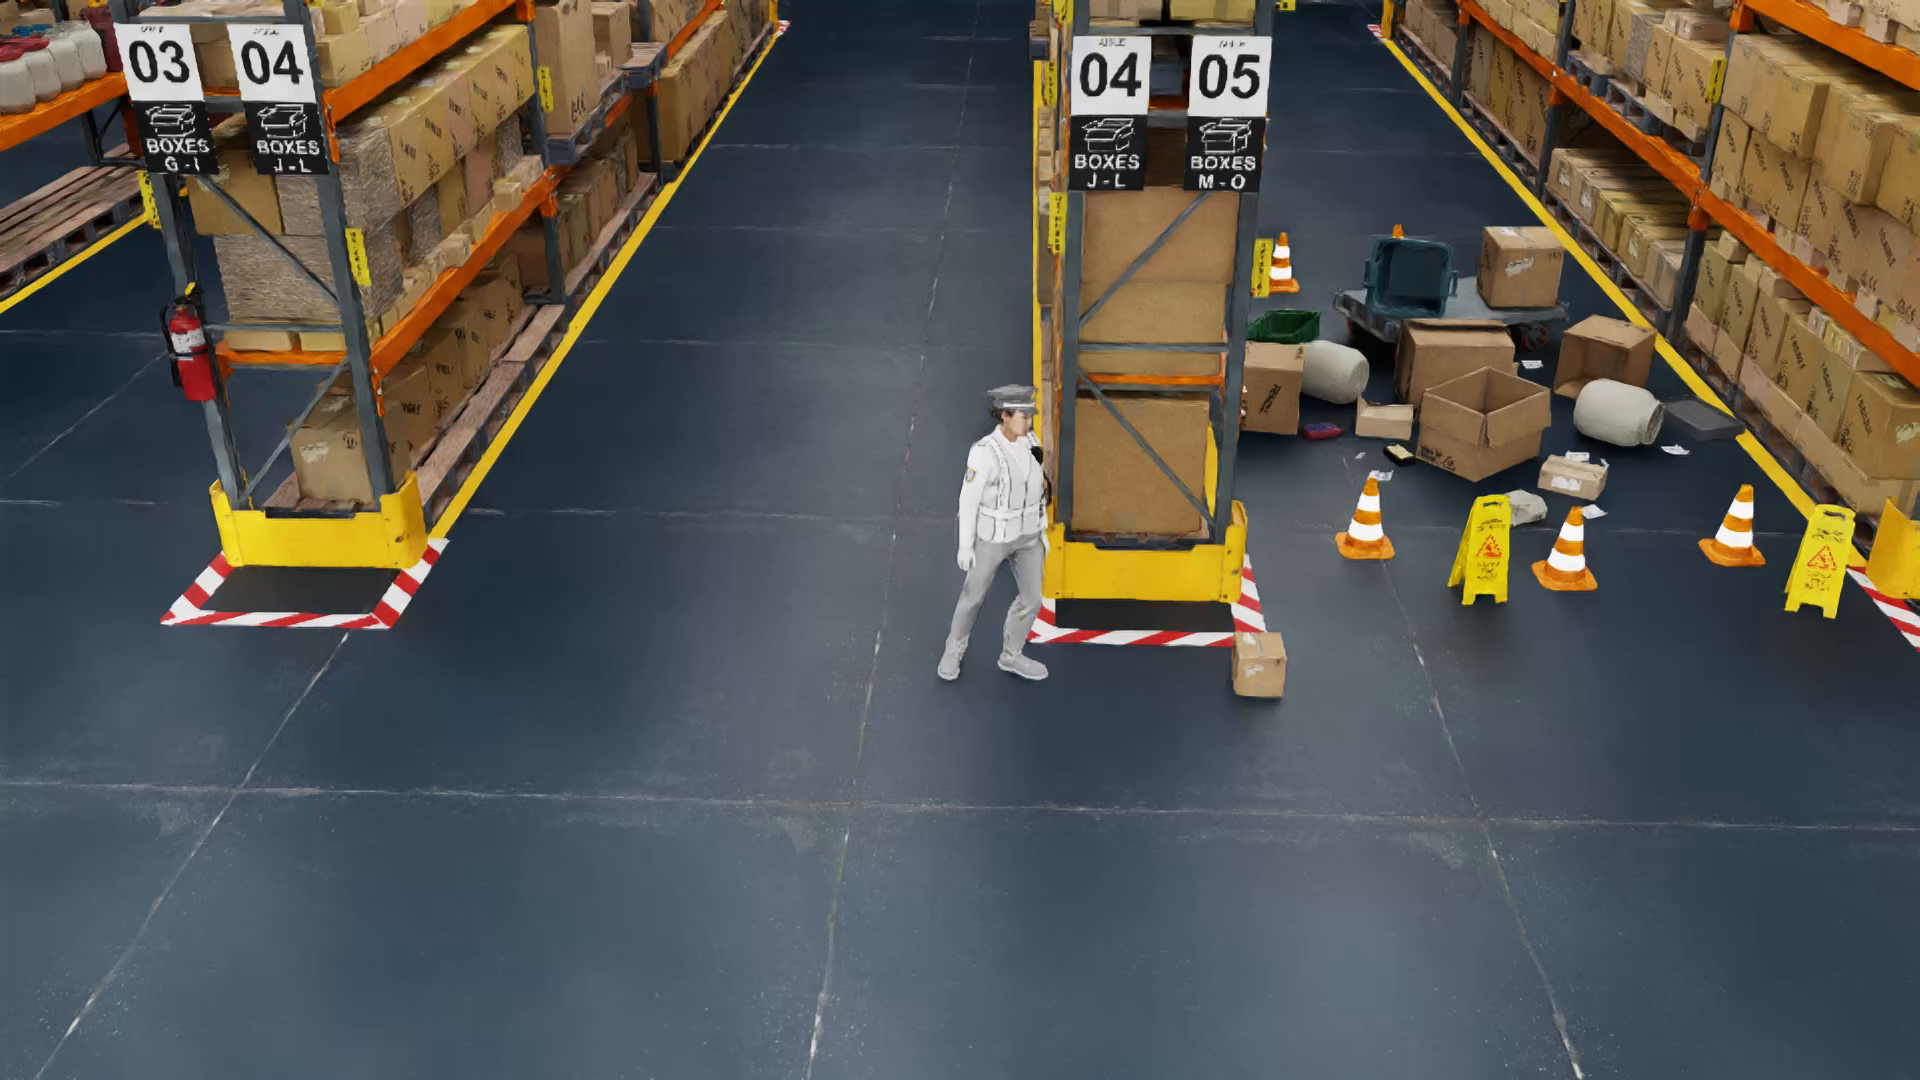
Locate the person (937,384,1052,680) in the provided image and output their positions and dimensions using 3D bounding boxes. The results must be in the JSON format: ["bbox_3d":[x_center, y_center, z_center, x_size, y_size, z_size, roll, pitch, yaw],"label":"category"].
[{"bbox_3d":[0.173,-0.023,8.665,0.596,1.666,0.478,-18,33,-30],"label":"person"}]
